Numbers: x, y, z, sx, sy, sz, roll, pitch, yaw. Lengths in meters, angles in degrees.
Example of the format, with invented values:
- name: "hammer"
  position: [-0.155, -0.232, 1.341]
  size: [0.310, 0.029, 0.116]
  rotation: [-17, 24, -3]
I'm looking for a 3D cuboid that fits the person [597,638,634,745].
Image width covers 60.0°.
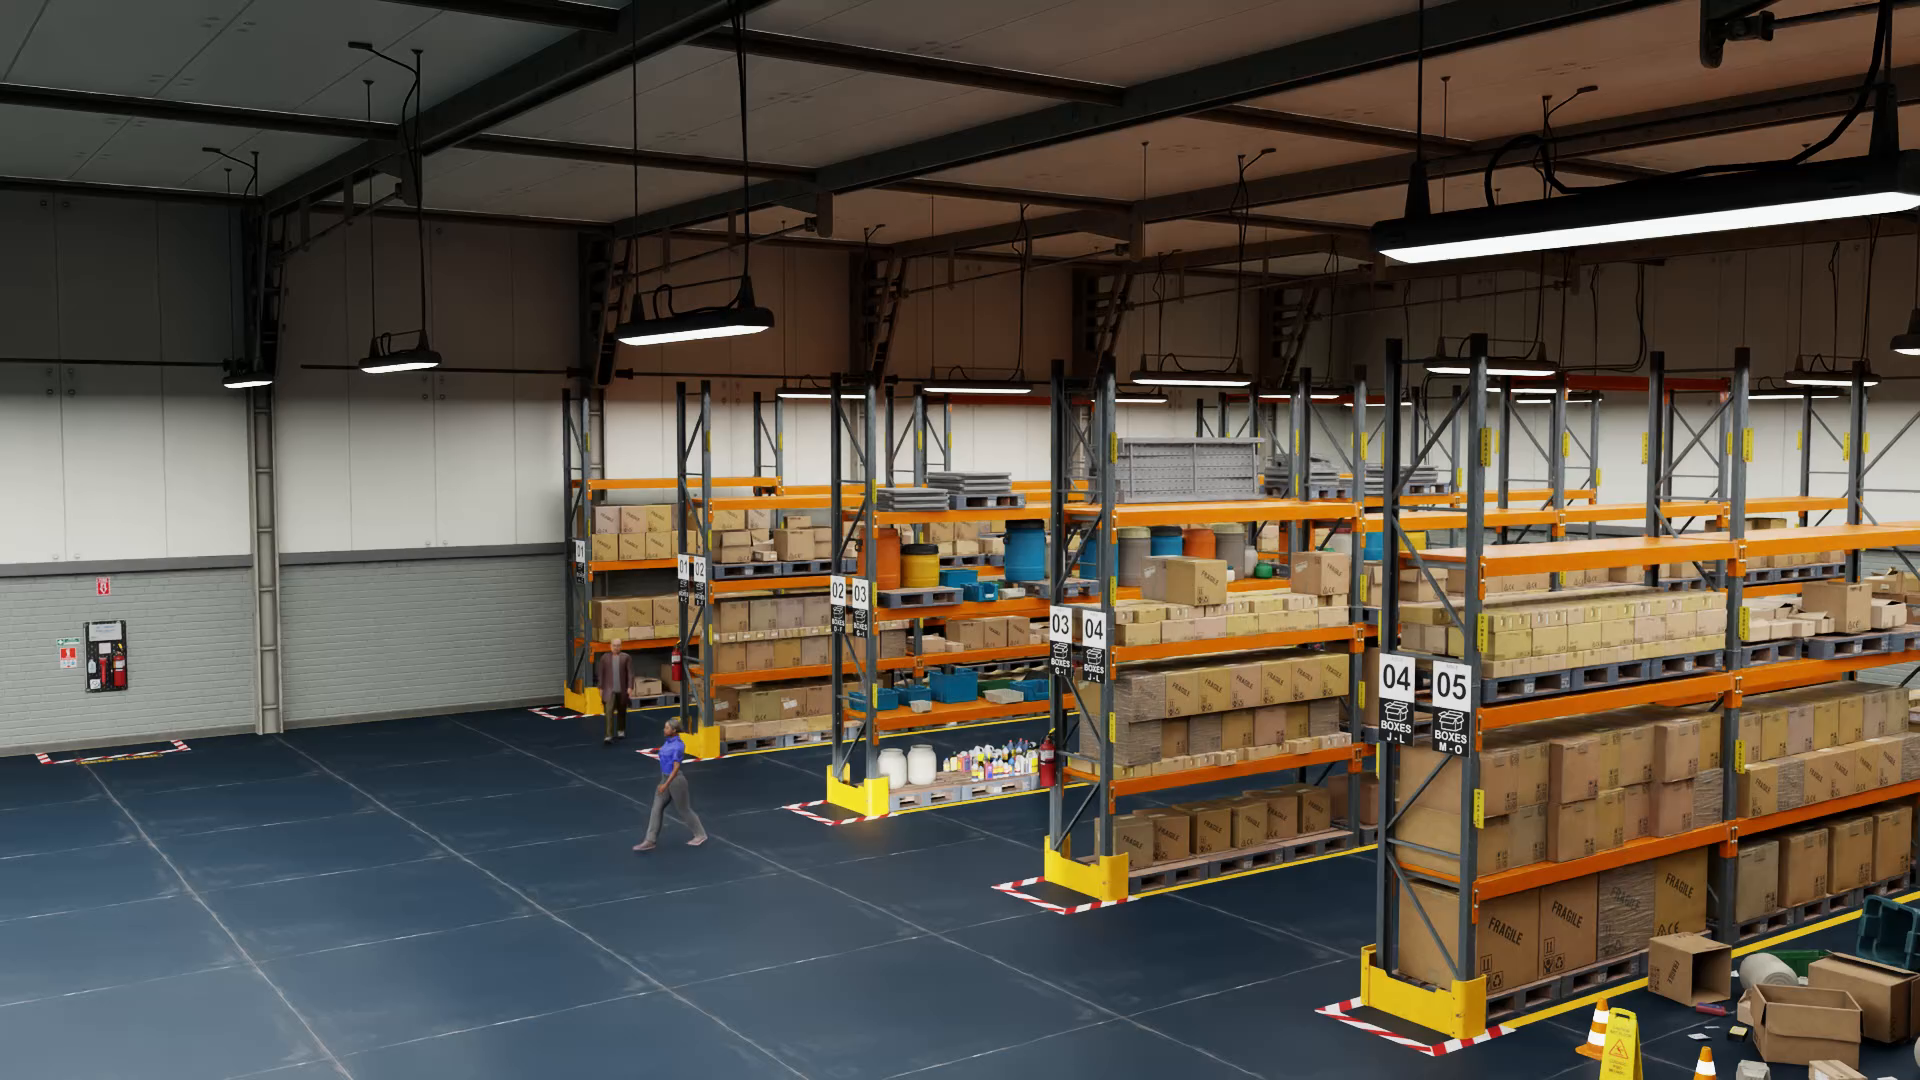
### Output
- name: "person"
  position: [-5.758, 2.514, 27.863]
  size: [0.578, 1.756, 1.014]
  rotation: [-1, 4, -19]

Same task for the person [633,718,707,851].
- name: "person"
  position: [-3.587, 3.021, 20.590]
  size: [0.937, 1.593, 0.474]
  rotation: [-3, 5, -36]
